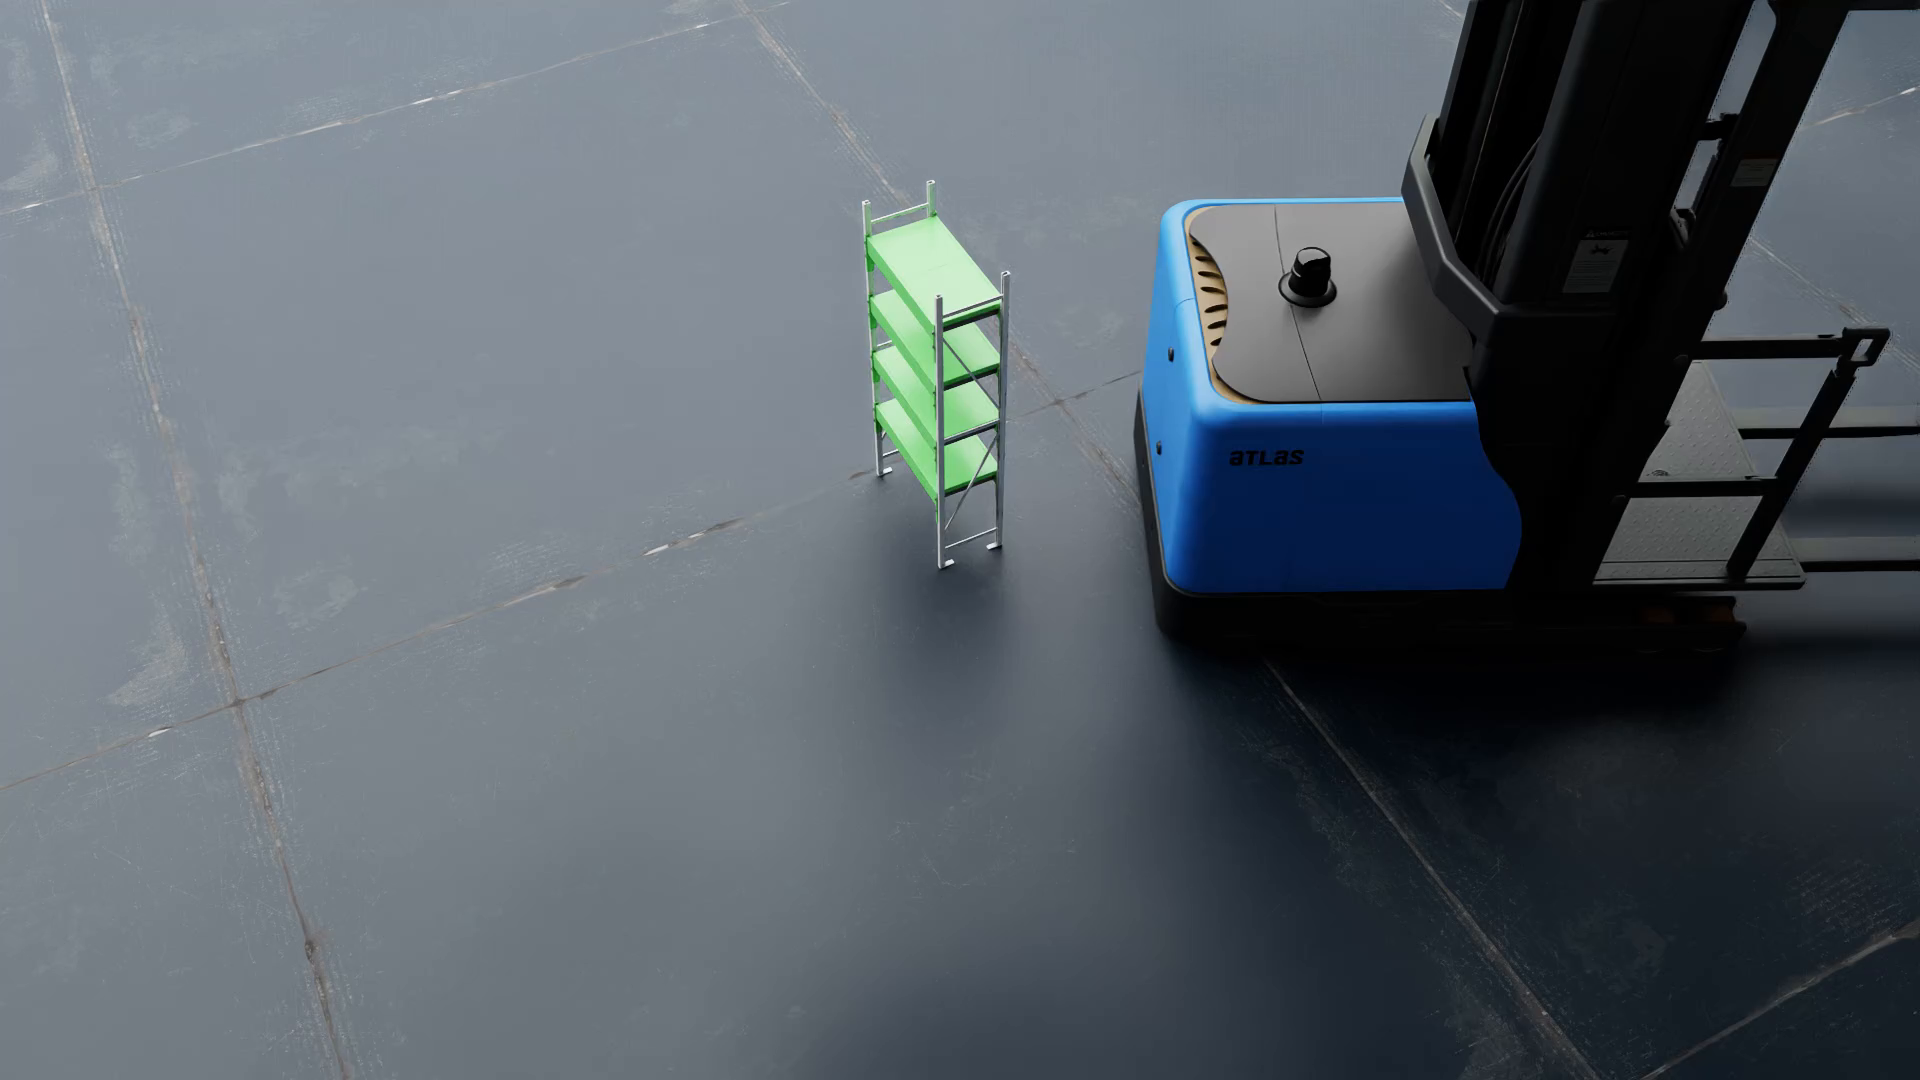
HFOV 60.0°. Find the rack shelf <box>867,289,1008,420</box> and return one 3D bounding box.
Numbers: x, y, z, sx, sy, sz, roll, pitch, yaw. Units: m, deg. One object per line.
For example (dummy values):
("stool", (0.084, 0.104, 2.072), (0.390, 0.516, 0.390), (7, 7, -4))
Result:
("rack shelf", (-0.076, -0.622, 5.263), (0.258, 0.148, 0.480), (-21, 52, -18))

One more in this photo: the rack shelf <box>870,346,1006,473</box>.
("rack shelf", (-0.076, -0.464, 5.443), (0.258, 0.148, 0.480), (-21, 52, -18))

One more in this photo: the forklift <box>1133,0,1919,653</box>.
("forklift", (2.147, -0.999, 4.676), (3.031, 2.935, 1.130), (-1, 49, -1))

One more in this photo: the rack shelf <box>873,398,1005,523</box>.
("rack shelf", (-0.076, -0.306, 5.624), (0.258, 0.148, 0.480), (-21, 52, -18))

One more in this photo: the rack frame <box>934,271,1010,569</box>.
("rack frame", (0.036, -0.342, 5.252), (0.240, 1.200, 0.015), (-21, 52, -18))

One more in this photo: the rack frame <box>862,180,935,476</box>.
("rack frame", (-0.187, -0.669, 5.538), (0.240, 1.200, 0.015), (-21, 52, -18))

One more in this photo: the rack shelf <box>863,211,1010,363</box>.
("rack shelf", (-0.076, -0.780, 5.082), (0.258, 0.148, 0.480), (-21, 52, -18))

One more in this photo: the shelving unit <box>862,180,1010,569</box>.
("shelving unit", (-0.076, -0.506, 5.395), (0.258, 1.200, 0.503), (-21, 52, -18))
